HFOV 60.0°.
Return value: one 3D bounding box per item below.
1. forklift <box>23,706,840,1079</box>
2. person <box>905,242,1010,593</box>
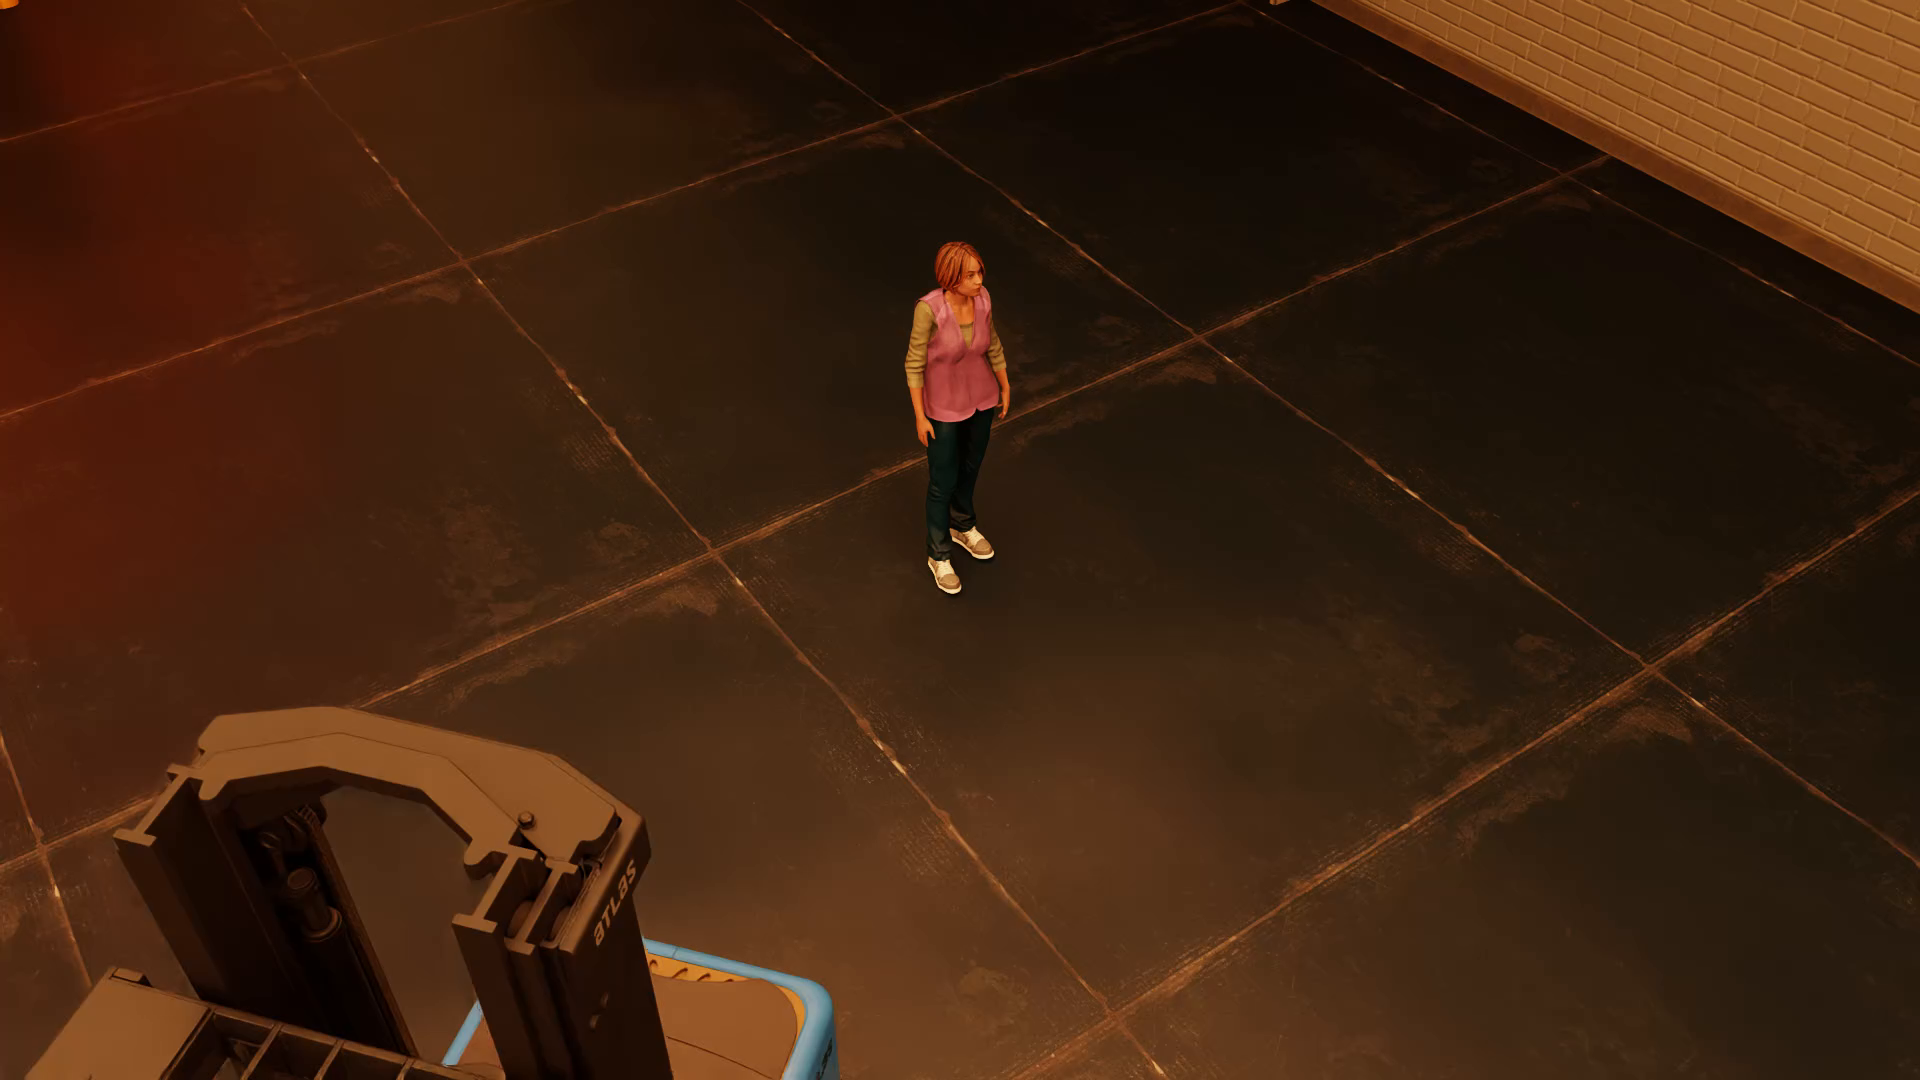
[{"bbox_3d":[-1.246,1.894,3.660,1.130,2.935,3.031,11,44,11],"label":"forklift"},{"bbox_3d":[0.030,-0.546,7.282,0.520,1.597,0.476,-25,48,-25],"label":"person"}]
